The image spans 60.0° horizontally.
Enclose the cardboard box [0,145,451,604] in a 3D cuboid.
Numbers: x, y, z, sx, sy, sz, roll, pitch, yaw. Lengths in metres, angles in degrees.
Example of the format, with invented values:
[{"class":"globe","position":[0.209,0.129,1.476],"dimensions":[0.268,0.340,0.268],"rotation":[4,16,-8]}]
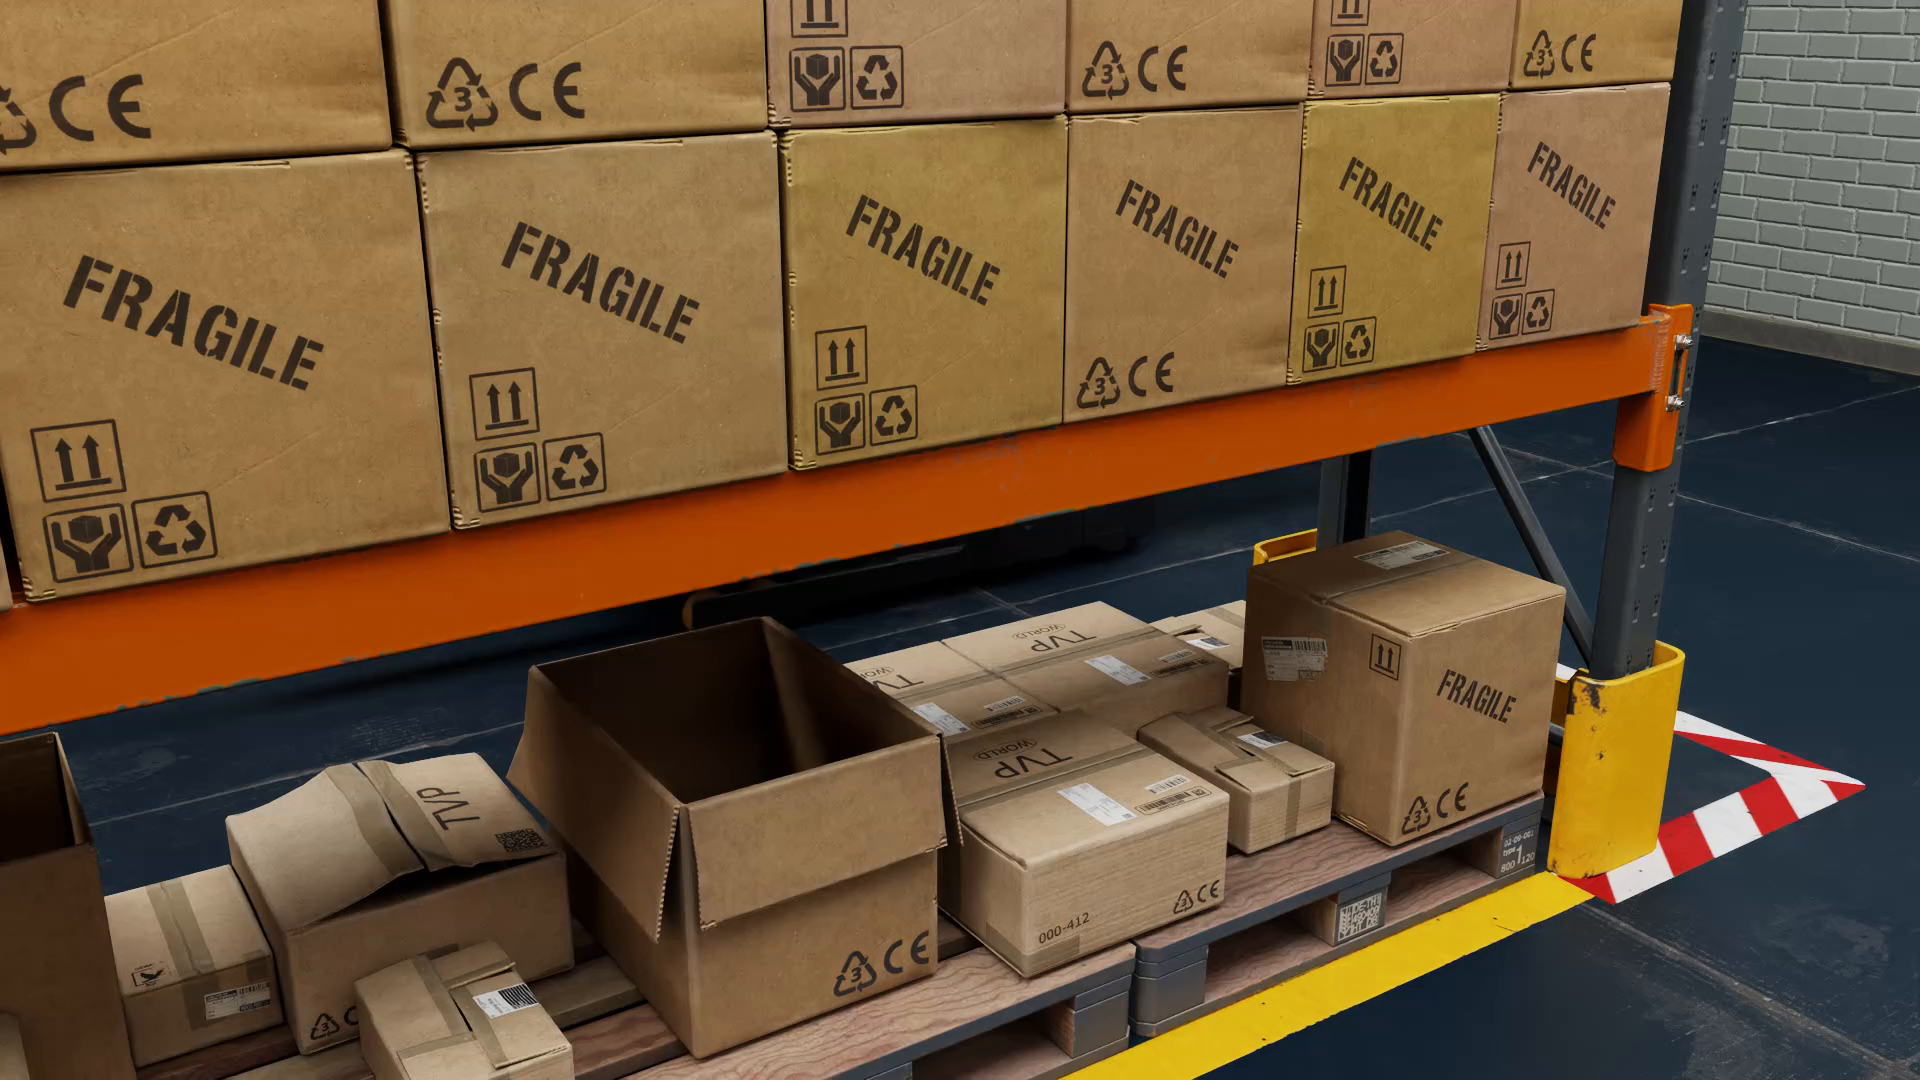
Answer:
[{"class":"cardboard box","position":[-1.018,-0.269,2.200],"dimensions":[0.500,0.500,0.500],"rotation":[-11,22,-30]}]

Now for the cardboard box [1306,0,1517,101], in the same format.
[{"class":"cardboard box","position":[0.680,-1.098,3.091],"dimensions":[0.500,0.500,0.500],"rotation":[-11,22,-30]}]

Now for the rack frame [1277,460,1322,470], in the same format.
[{"class":"rack frame","position":[1.442,-0.972,6.778],"dimensions":[0.032,1.500,0.500],"rotation":[-11,21,-29]}]

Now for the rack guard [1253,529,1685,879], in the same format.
[{"class":"rack guard","position":[1.258,0.380,4.342],"dimensions":[0.348,0.500,1.175],"rotation":[-12,22,-31]}]

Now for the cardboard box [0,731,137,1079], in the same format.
[{"class":"cardboard box","position":[-1.699,0.686,2.748],"dimensions":[0.500,0.500,0.500],"rotation":[-12,22,-31]}]

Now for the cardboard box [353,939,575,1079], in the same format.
[{"class":"cardboard box","position":[-0.833,0.849,2.786],"dimensions":[0.250,0.166,0.380],"rotation":[-12,22,-31]}]

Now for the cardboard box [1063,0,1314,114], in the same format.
[{"class":"cardboard box","position":[0.249,-1.005,2.817],"dimensions":[0.500,0.500,0.500],"rotation":[-11,22,-30]}]

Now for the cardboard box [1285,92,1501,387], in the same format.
[{"class":"cardboard box","position":[0.666,-0.621,3.243],"dimensions":[0.500,0.500,0.500],"rotation":[-12,22,-31]}]

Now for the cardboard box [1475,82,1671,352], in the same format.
[{"class":"cardboard box","position":[1.097,-0.714,3.516],"dimensions":[0.500,0.500,0.500],"rotation":[-11,22,-30]}]

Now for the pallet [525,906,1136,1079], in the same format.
[{"class":"pallet","position":[-0.425,0.871,3.340],"dimensions":[1.213,0.211,1.003],"rotation":[-12,22,-31]}]

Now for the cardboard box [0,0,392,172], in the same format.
[{"class":"cardboard box","position":[-1.040,-0.733,2.013],"dimensions":[0.500,0.500,0.500],"rotation":[-13,22,-33]}]

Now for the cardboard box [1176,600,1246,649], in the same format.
[{"class":"cardboard box","position":[0.783,0.306,4.421],"dimensions":[0.250,0.149,0.380],"rotation":[-12,22,-31]}]

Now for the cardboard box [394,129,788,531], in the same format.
[{"class":"cardboard box","position":[-0.599,-0.356,2.459],"dimensions":[0.500,0.500,0.500],"rotation":[-12,22,-32]}]

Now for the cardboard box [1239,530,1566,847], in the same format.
[{"class":"cardboard box","position":[1.003,0.319,3.832],"dimensions":[0.500,0.500,0.500],"rotation":[-12,22,-31]}]

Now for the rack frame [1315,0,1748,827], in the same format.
[{"class":"rack frame","position":[1.322,-0.818,3.981],"dimensions":[0.127,3.000,1.000],"rotation":[-12,22,-31]}]

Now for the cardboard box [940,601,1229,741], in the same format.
[{"class":"cardboard box","position":[0.294,0.384,4.031],"dimensions":[0.500,0.250,0.500],"rotation":[-12,22,-31]}]

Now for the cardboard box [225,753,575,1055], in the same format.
[{"class":"cardboard box","position":[-1.073,0.644,3.169],"dimensions":[0.500,0.311,0.500],"rotation":[-12,22,-31]}]

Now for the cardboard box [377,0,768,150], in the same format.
[{"class":"cardboard box","position":[-0.611,-0.824,2.280],"dimensions":[0.500,0.500,0.500],"rotation":[-13,22,-33]}]

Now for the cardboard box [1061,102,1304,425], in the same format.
[{"class":"cardboard box","position":[0.246,-0.535,2.987],"dimensions":[0.500,0.500,0.500],"rotation":[-12,22,-31]}]

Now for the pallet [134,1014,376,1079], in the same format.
[{"class":"pallet","position":[-1.445,1.087,2.700],"dimensions":[1.213,0.211,1.003],"rotation":[-12,22,-31]}]

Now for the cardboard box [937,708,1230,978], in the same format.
[{"class":"cardboard box","position":[0.193,0.597,3.401],"dimensions":[0.500,0.250,0.500],"rotation":[-12,22,-31]}]

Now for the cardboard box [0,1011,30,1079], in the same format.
[{"class":"cardboard box","position":[-1.550,0.936,2.304],"dimensions":[0.500,0.311,0.500],"rotation":[-12,22,-31]}]

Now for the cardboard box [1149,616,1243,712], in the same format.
[{"class":"cardboard box","position":[0.574,0.342,4.288],"dimensions":[0.250,0.166,0.380],"rotation":[-12,22,-31]}]

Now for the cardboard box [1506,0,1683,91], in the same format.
[{"class":"cardboard box","position":[1.101,-1.187,3.355],"dimensions":[0.500,0.500,0.500],"rotation":[-12,22,-32]}]

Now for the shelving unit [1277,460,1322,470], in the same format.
[{"class":"shelving unit","position":[1.003,-0.890,6.535],"dimensions":[1.048,1.500,0.538],"rotation":[-11,21,-29]}]

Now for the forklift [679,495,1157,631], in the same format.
[{"class":"forklift","position":[-0.807,-1.256,5.384],"dimensions":[3.031,2.935,1.130],"rotation":[-11,21,-29]}]

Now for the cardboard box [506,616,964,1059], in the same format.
[{"class":"cardboard box","position":[-0.453,0.528,3.209],"dimensions":[0.637,0.503,0.797],"rotation":[-12,22,-31]}]

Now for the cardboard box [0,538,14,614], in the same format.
[{"class":"cardboard box","position":[-1.444,-0.178,1.931],"dimensions":[0.500,0.500,0.500],"rotation":[-11,22,-30]}]

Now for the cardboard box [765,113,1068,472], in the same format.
[{"class":"cardboard box","position":[-0.175,-0.446,2.725],"dimensions":[0.500,0.500,0.500],"rotation":[-12,22,-32]}]

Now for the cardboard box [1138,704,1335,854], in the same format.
[{"class":"cardboard box","position":[0.615,0.525,3.746],"dimensions":[0.250,0.166,0.380],"rotation":[-12,22,-31]}]

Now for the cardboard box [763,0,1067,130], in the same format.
[{"class":"cardboard box","position":[-0.180,-0.915,2.550],"dimensions":[0.500,0.500,0.500],"rotation":[-11,22,-30]}]

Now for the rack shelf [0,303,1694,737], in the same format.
[{"class":"rack shelf","position":[-0.349,-0.125,3.054],"dimensions":[4.000,0.370,1.077],"rotation":[-12,22,-31]}]

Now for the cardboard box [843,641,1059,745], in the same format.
[{"class":"cardboard box","position":[-0.124,0.472,3.771],"dimensions":[0.500,0.250,0.500],"rotation":[-12,22,-31]}]

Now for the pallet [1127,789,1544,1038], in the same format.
[{"class":"pallet","position":[0.593,0.657,3.972],"dimensions":[1.213,0.211,1.003],"rotation":[-12,22,-31]}]

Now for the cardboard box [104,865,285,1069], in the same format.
[{"class":"cardboard box","position":[-1.419,0.770,3.047],"dimensions":[0.250,0.149,0.380],"rotation":[-12,22,-31]}]
